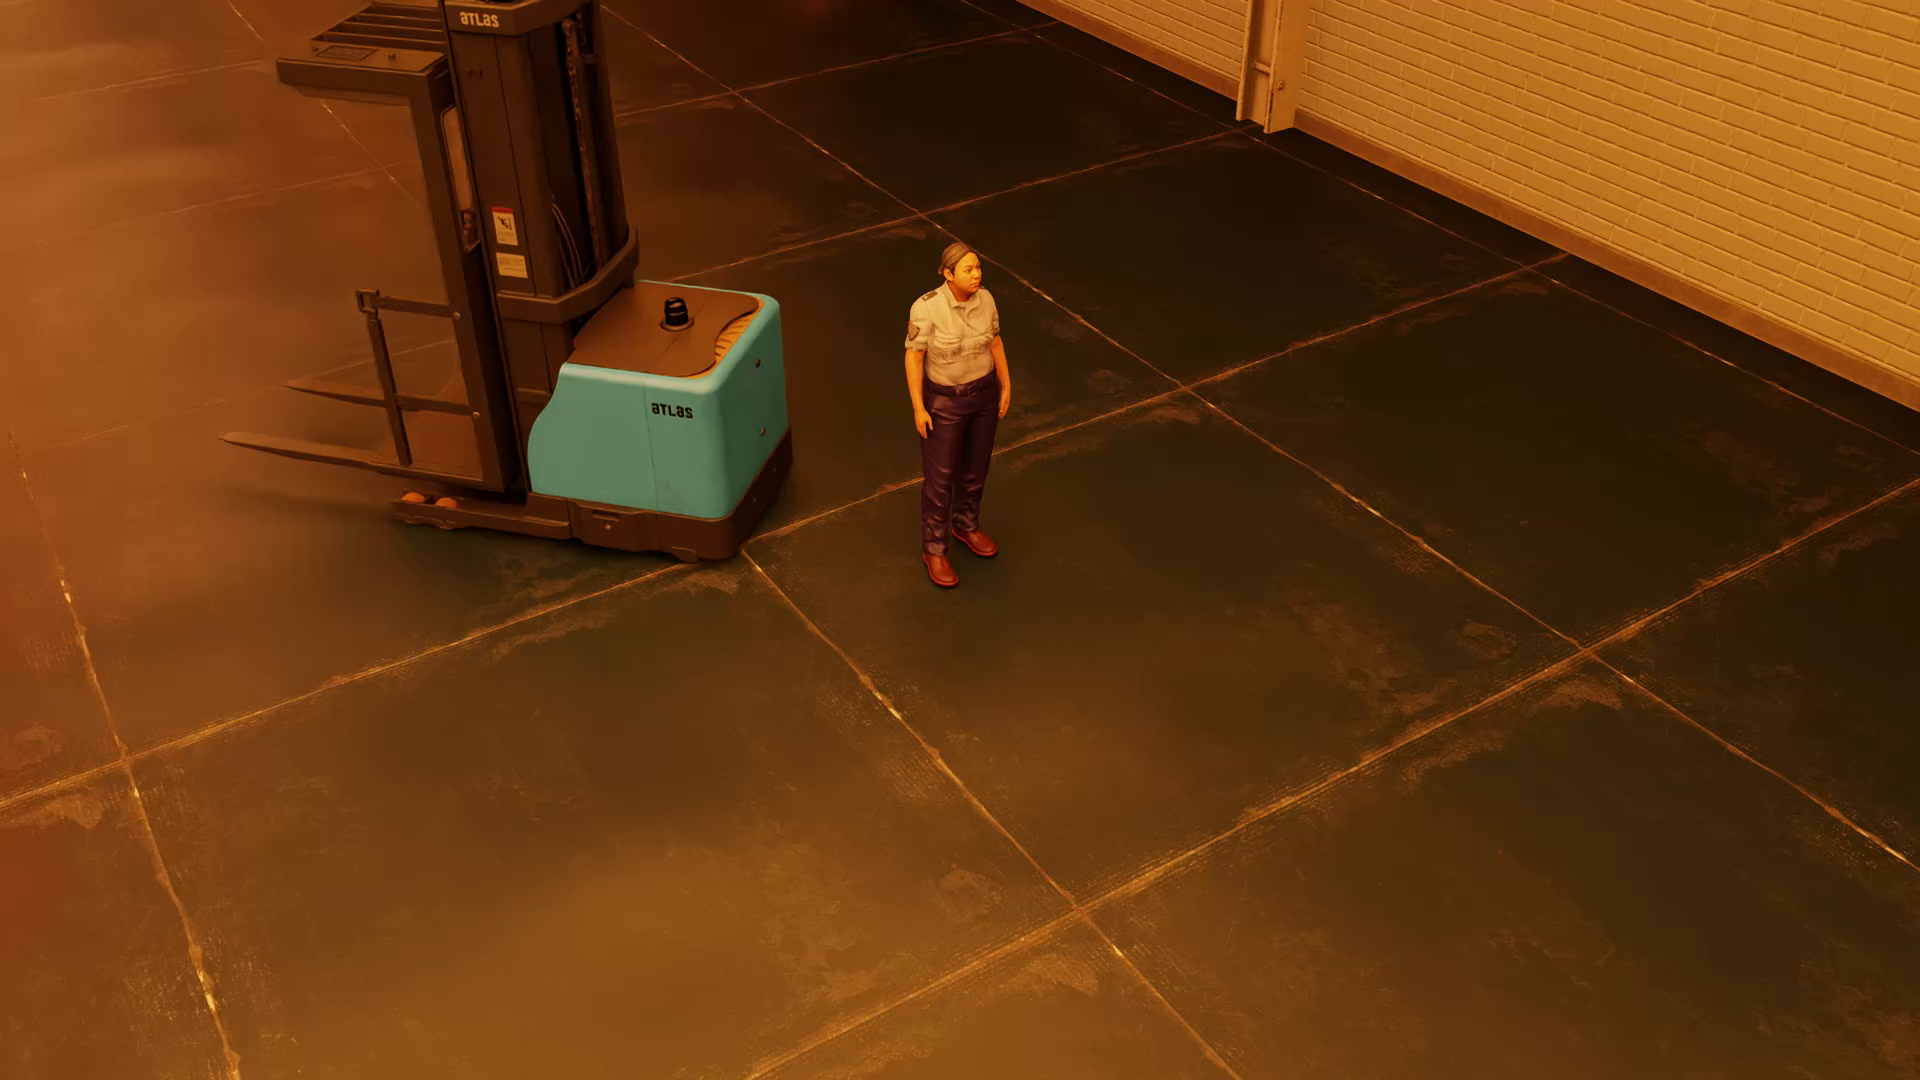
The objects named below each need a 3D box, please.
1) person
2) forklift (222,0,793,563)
[{"bbox_3d":[0.030,-0.630,8.148,0.599,1.650,0.503,-21,40,-27],"label":"person"},{"bbox_3d":[-2.495,-1.538,8.337,3.031,2.935,1.130,8,36,12],"label":"forklift"}]
